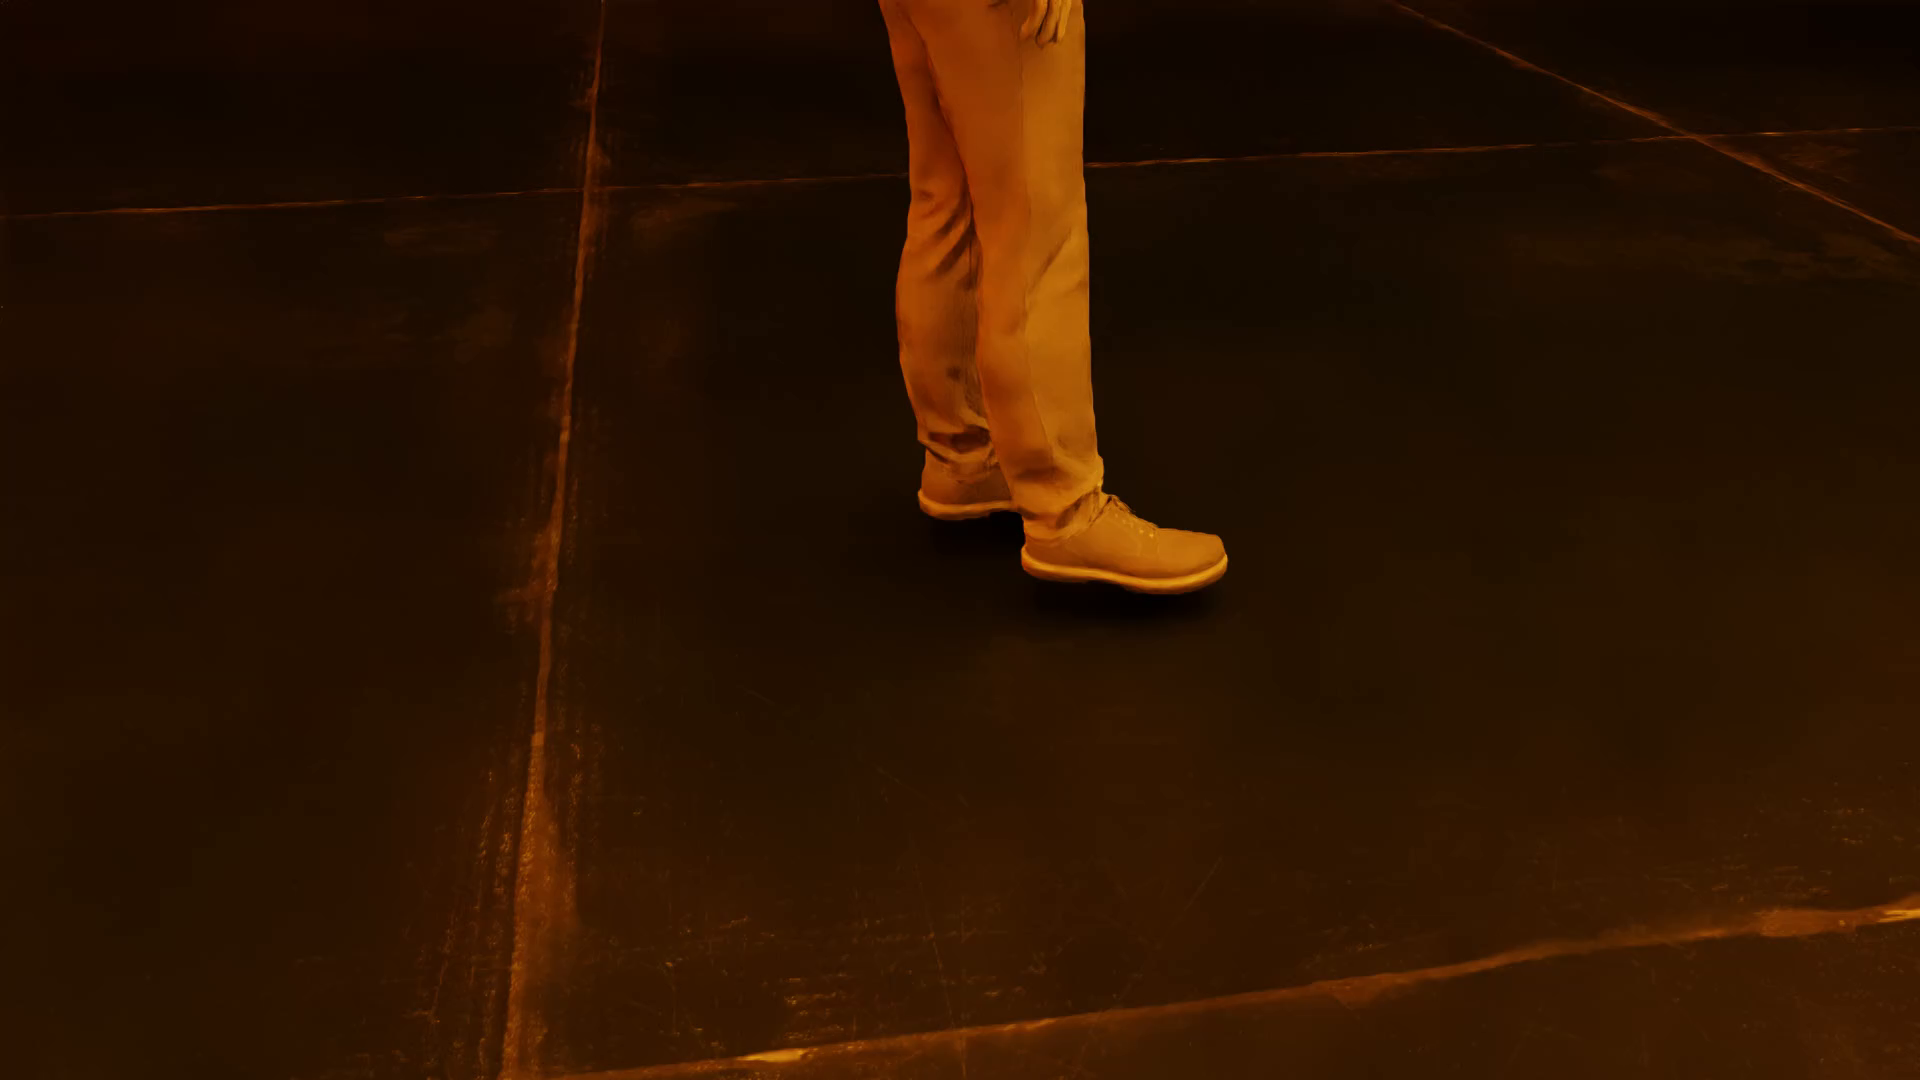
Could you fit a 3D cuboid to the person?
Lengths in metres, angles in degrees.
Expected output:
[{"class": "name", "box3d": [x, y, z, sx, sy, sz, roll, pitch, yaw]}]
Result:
[{"class": "person", "box3d": [0.067, -0.793, 2.085, 0.534, 1.695, 0.586, -5, 28, -9]}]
